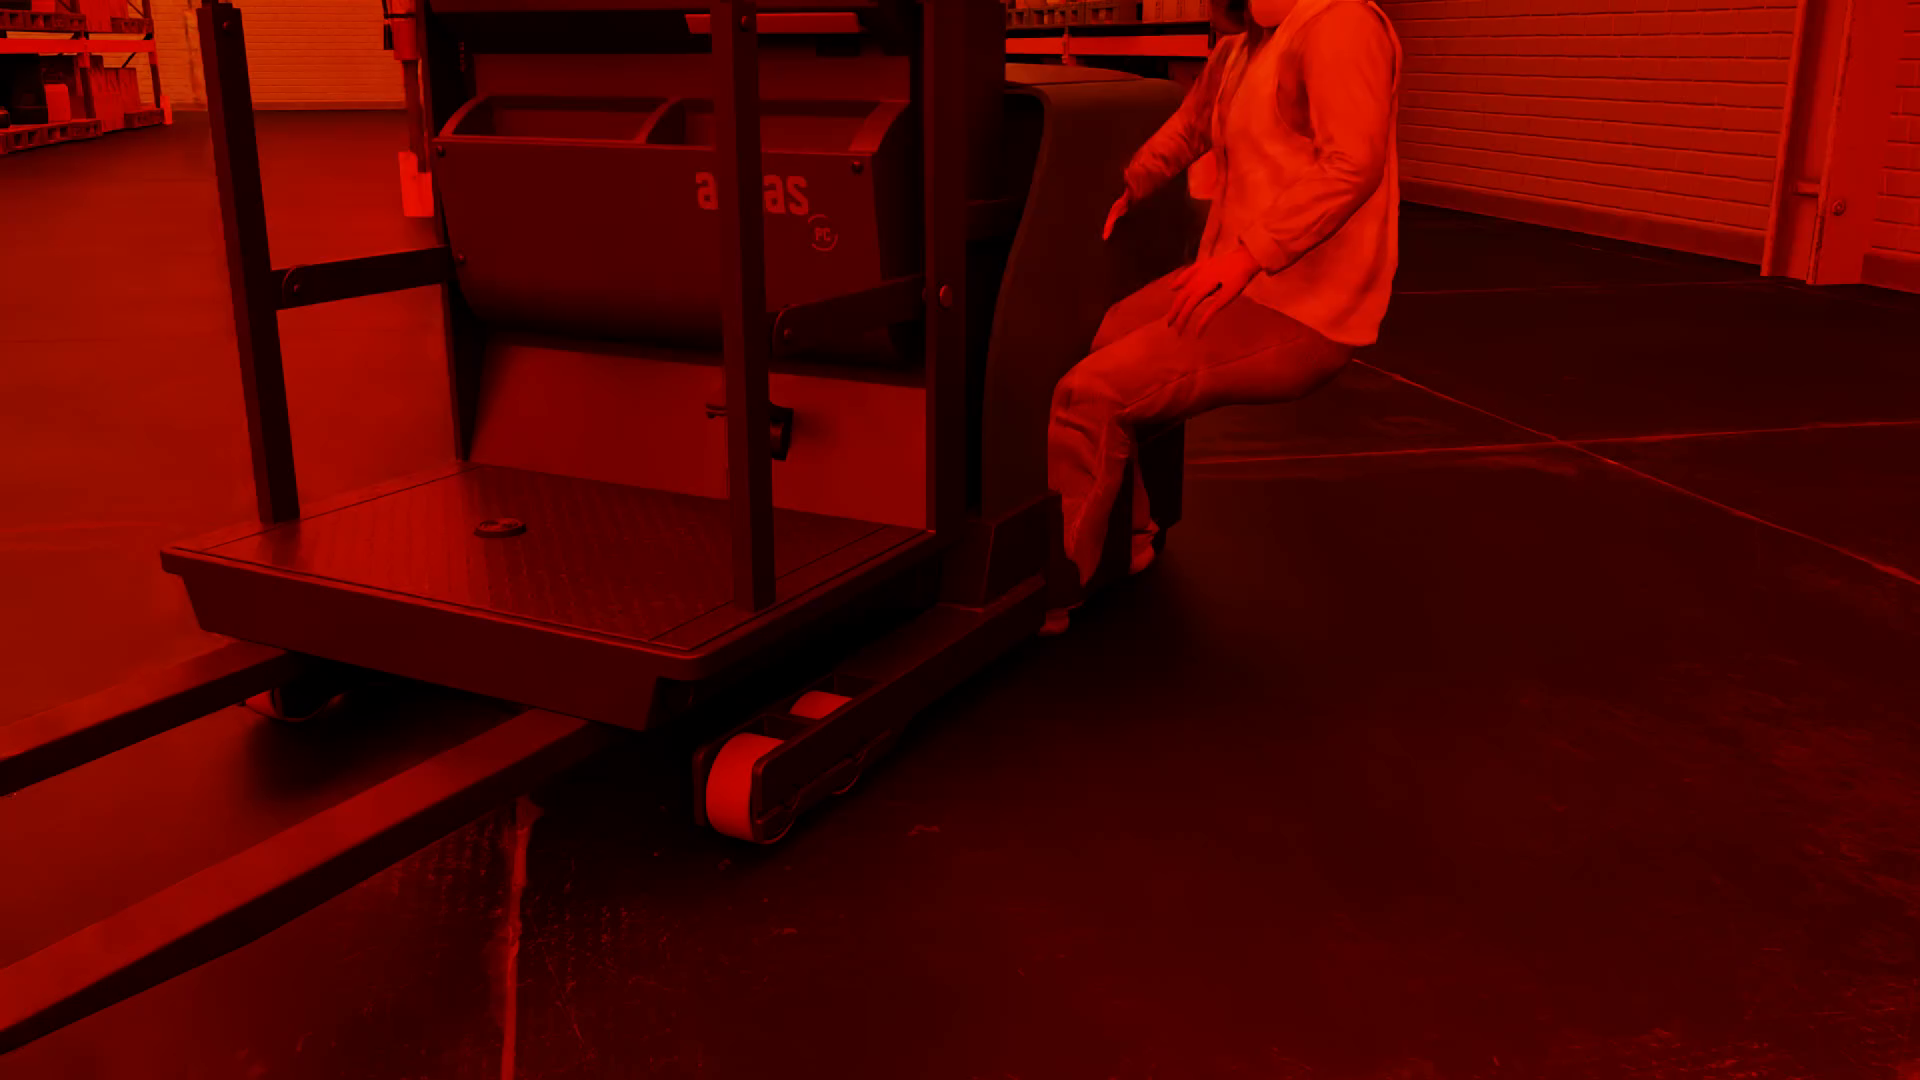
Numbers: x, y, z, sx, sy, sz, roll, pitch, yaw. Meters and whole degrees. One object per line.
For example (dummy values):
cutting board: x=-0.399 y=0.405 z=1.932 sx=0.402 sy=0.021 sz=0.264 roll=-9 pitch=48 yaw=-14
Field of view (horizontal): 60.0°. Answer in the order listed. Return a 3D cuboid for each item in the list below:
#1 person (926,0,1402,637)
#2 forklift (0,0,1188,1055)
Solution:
person: x=0.391 y=-0.532 z=3.237 sx=0.901 sy=1.571 sz=0.785 roll=-4 pitch=17 yaw=-13
forklift: x=-0.611 y=-1.095 z=2.552 sx=1.130 sy=2.935 sz=3.031 roll=9 pitch=19 yaw=27
